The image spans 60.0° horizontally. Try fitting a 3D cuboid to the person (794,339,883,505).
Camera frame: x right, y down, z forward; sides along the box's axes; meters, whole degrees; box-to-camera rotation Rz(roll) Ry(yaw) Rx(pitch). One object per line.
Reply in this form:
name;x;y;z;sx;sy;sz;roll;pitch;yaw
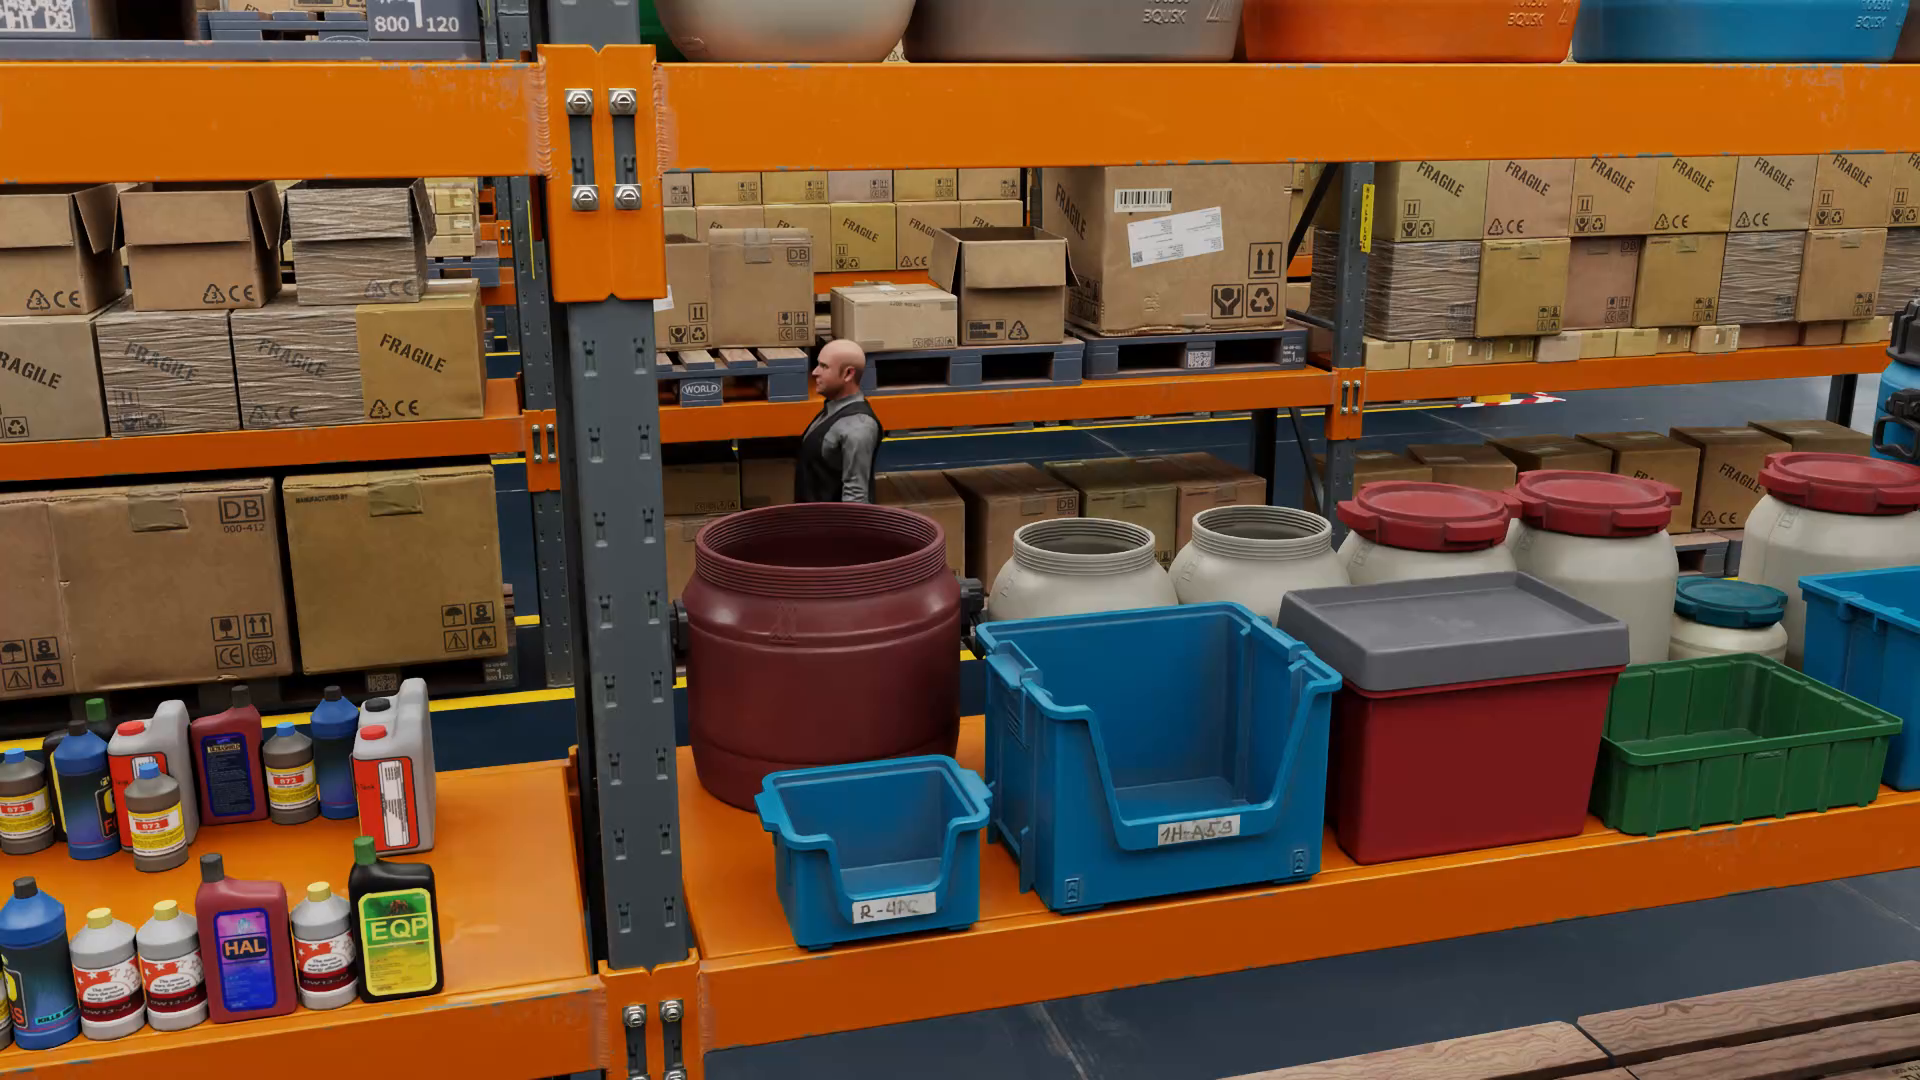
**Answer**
person;-0.536;0.024;7.055;0.429;1.753;0.537;-4;16;-14
